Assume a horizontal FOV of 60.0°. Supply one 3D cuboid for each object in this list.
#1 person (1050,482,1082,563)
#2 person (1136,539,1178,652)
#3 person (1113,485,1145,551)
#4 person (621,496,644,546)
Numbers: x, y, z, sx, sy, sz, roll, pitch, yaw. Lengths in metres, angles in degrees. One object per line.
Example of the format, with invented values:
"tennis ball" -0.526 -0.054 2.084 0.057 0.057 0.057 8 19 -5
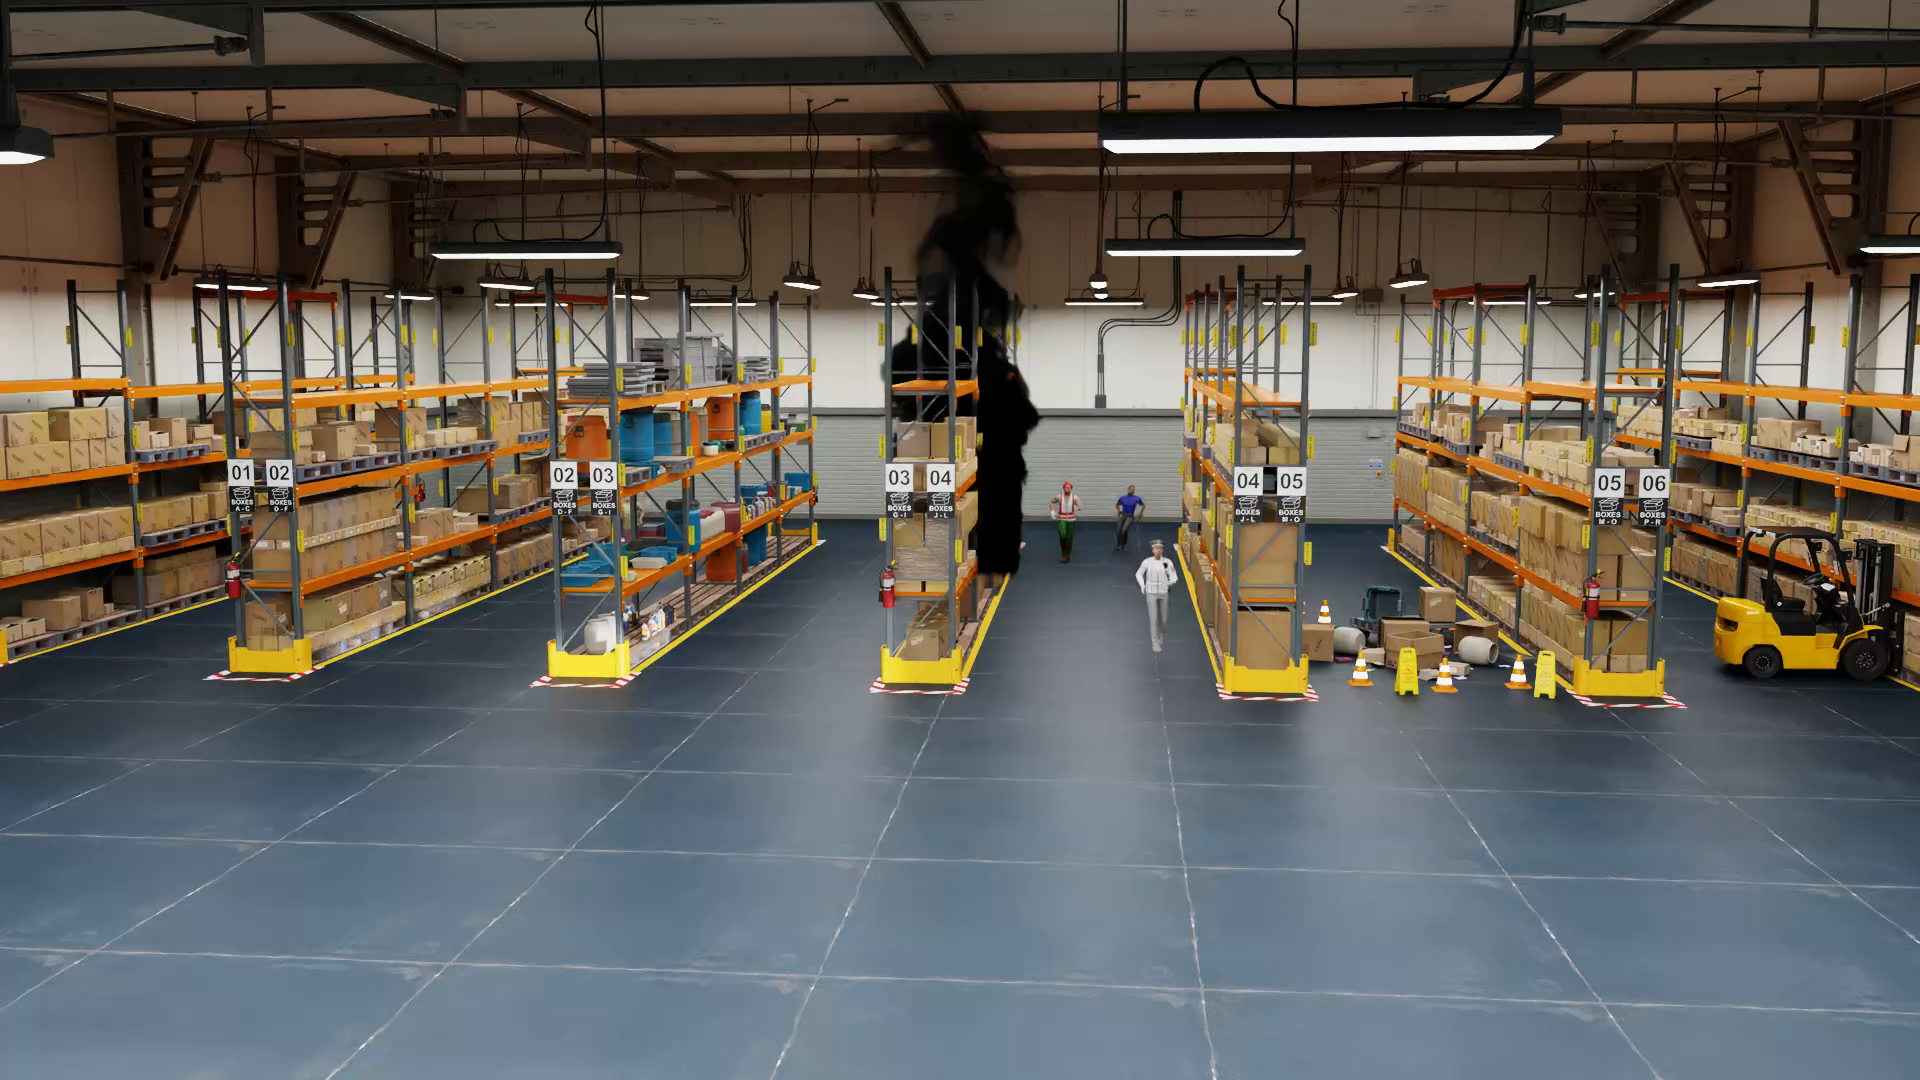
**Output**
"person" 2.383 -0.409 37.287 0.689 1.804 0.823 0 7 -3
"person" 2.990 0.819 25.247 0.626 1.674 0.718 0 7 0
"person" 3.939 -0.514 39.075 0.736 1.562 0.628 3 8 23
"person" -7.149 -0.228 36.075 0.574 1.674 0.940 -1 7 -7
